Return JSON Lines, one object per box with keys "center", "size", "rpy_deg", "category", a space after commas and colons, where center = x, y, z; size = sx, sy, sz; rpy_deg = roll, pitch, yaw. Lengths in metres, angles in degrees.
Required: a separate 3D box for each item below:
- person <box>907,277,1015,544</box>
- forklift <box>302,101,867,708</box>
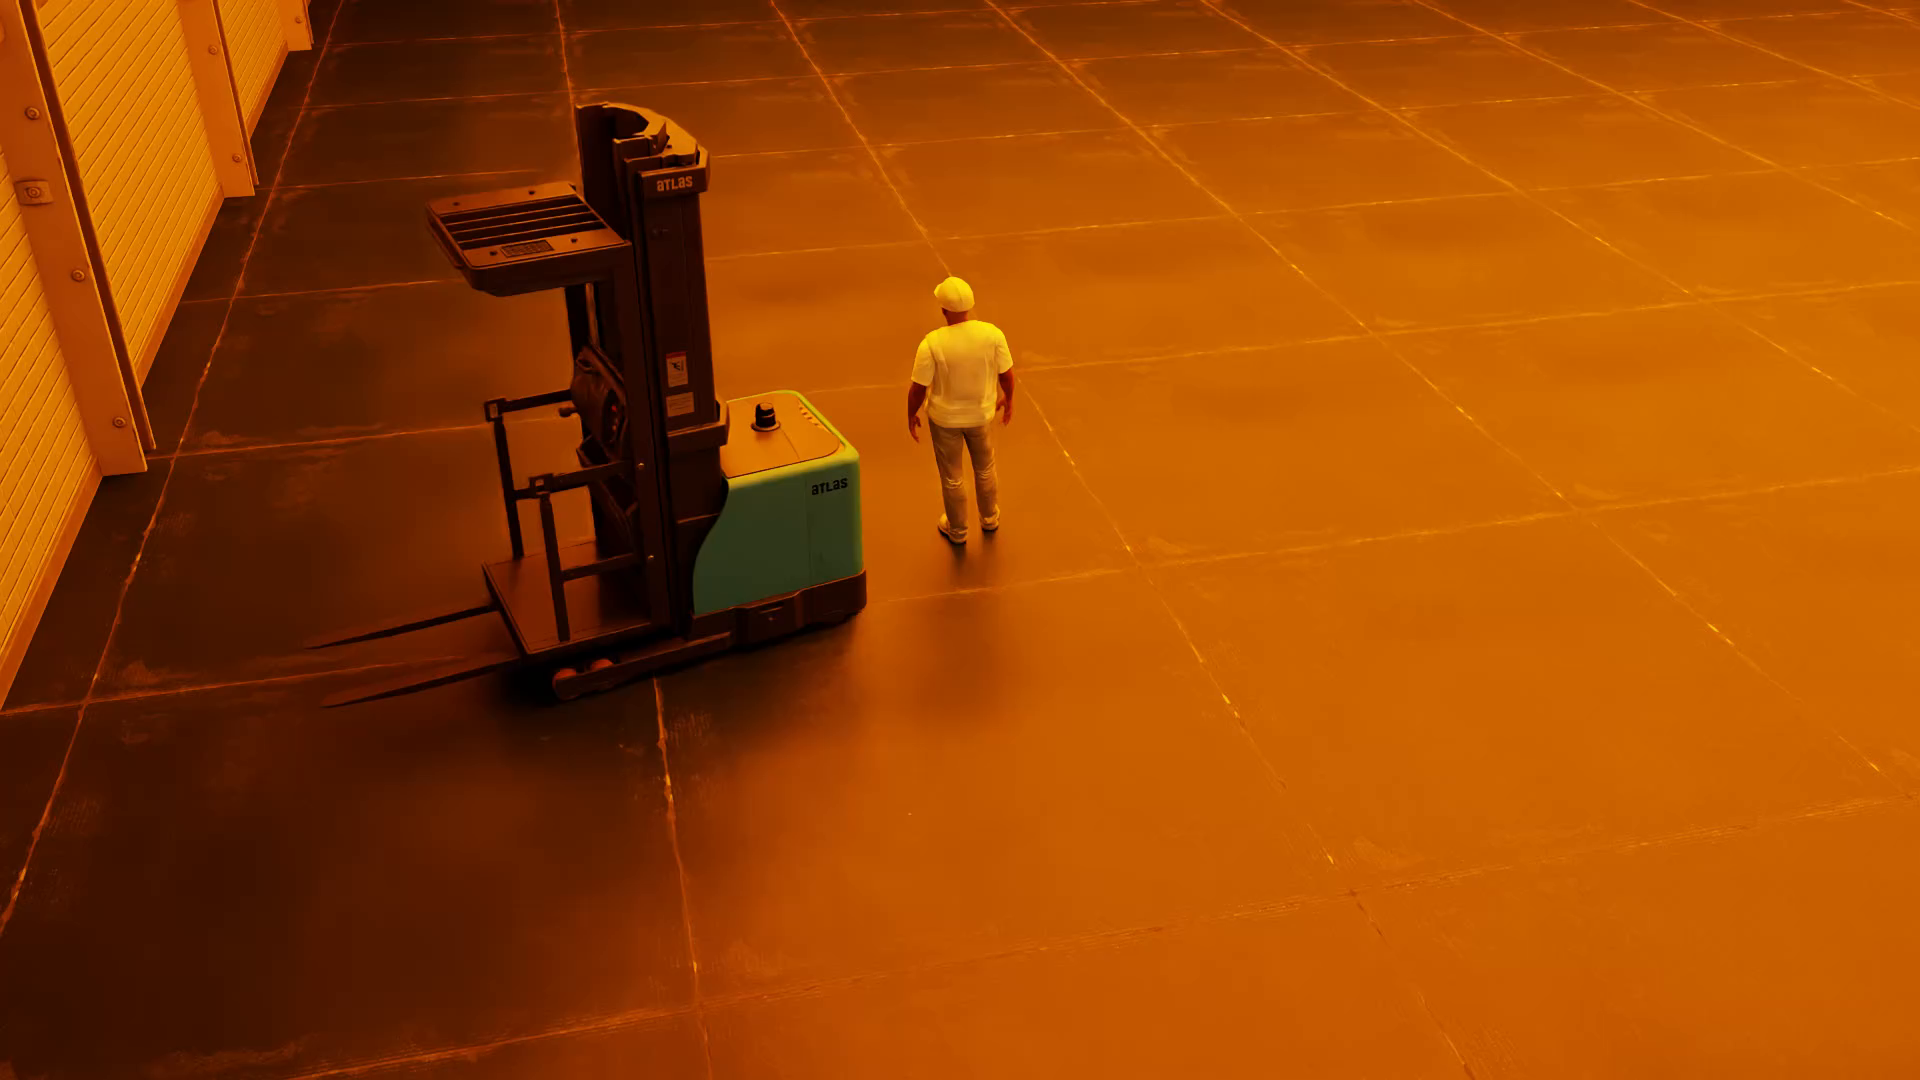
{"center": [-0.010, -0.805, 10.114], "size": [0.665, 1.766, 0.576], "rpy_deg": [-7, 31, -12], "category": "person"}
{"center": [-2.095, -0.706, 8.794], "size": [3.031, 2.935, 1.130], "rpy_deg": [-14, 33, -23], "category": "forklift"}
